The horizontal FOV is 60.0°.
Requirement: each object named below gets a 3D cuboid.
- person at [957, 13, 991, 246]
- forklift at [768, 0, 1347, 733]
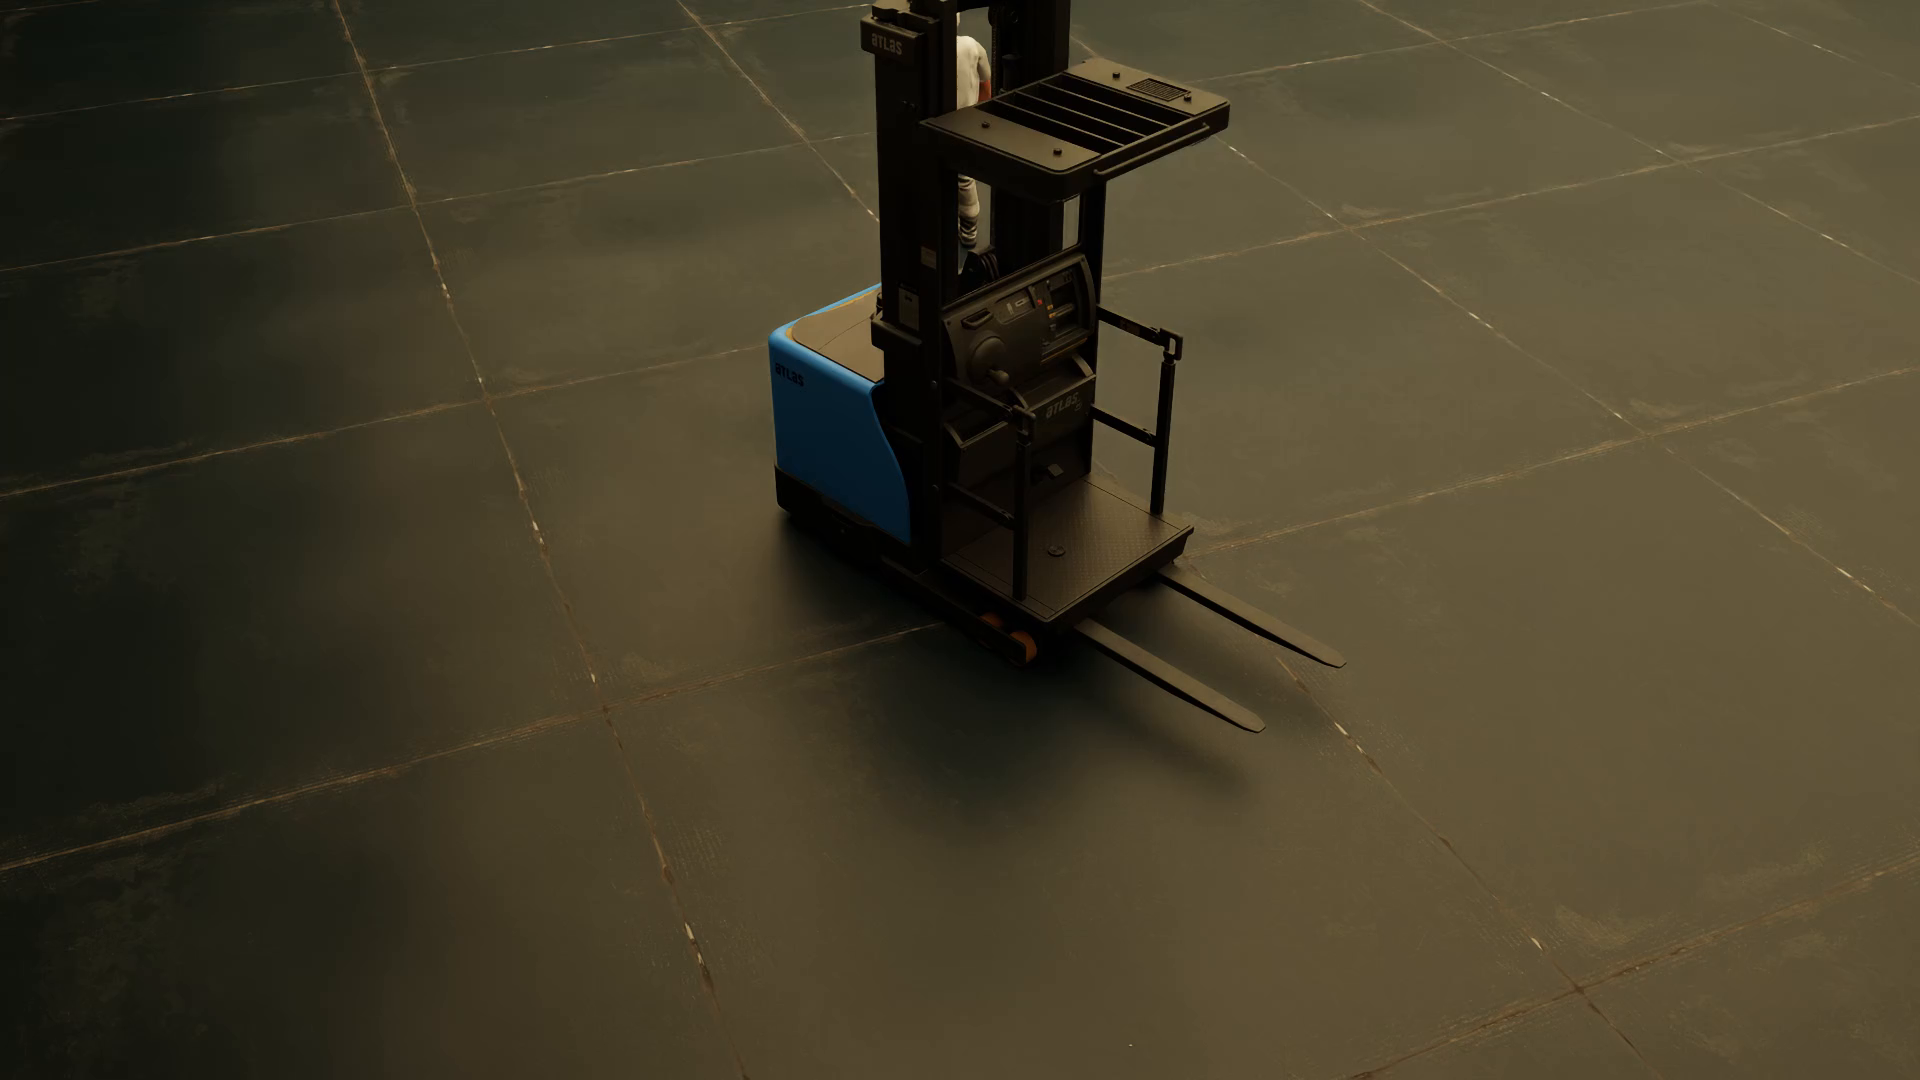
[{"bbox_3d":[-0.119,-2.709,10.881,0.638,1.787,0.564,-14,38,-19],"label":"person"},{"bbox_3d":[0.432,-0.946,7.429,3.031,2.935,1.130,30,45,35],"label":"forklift"}]
